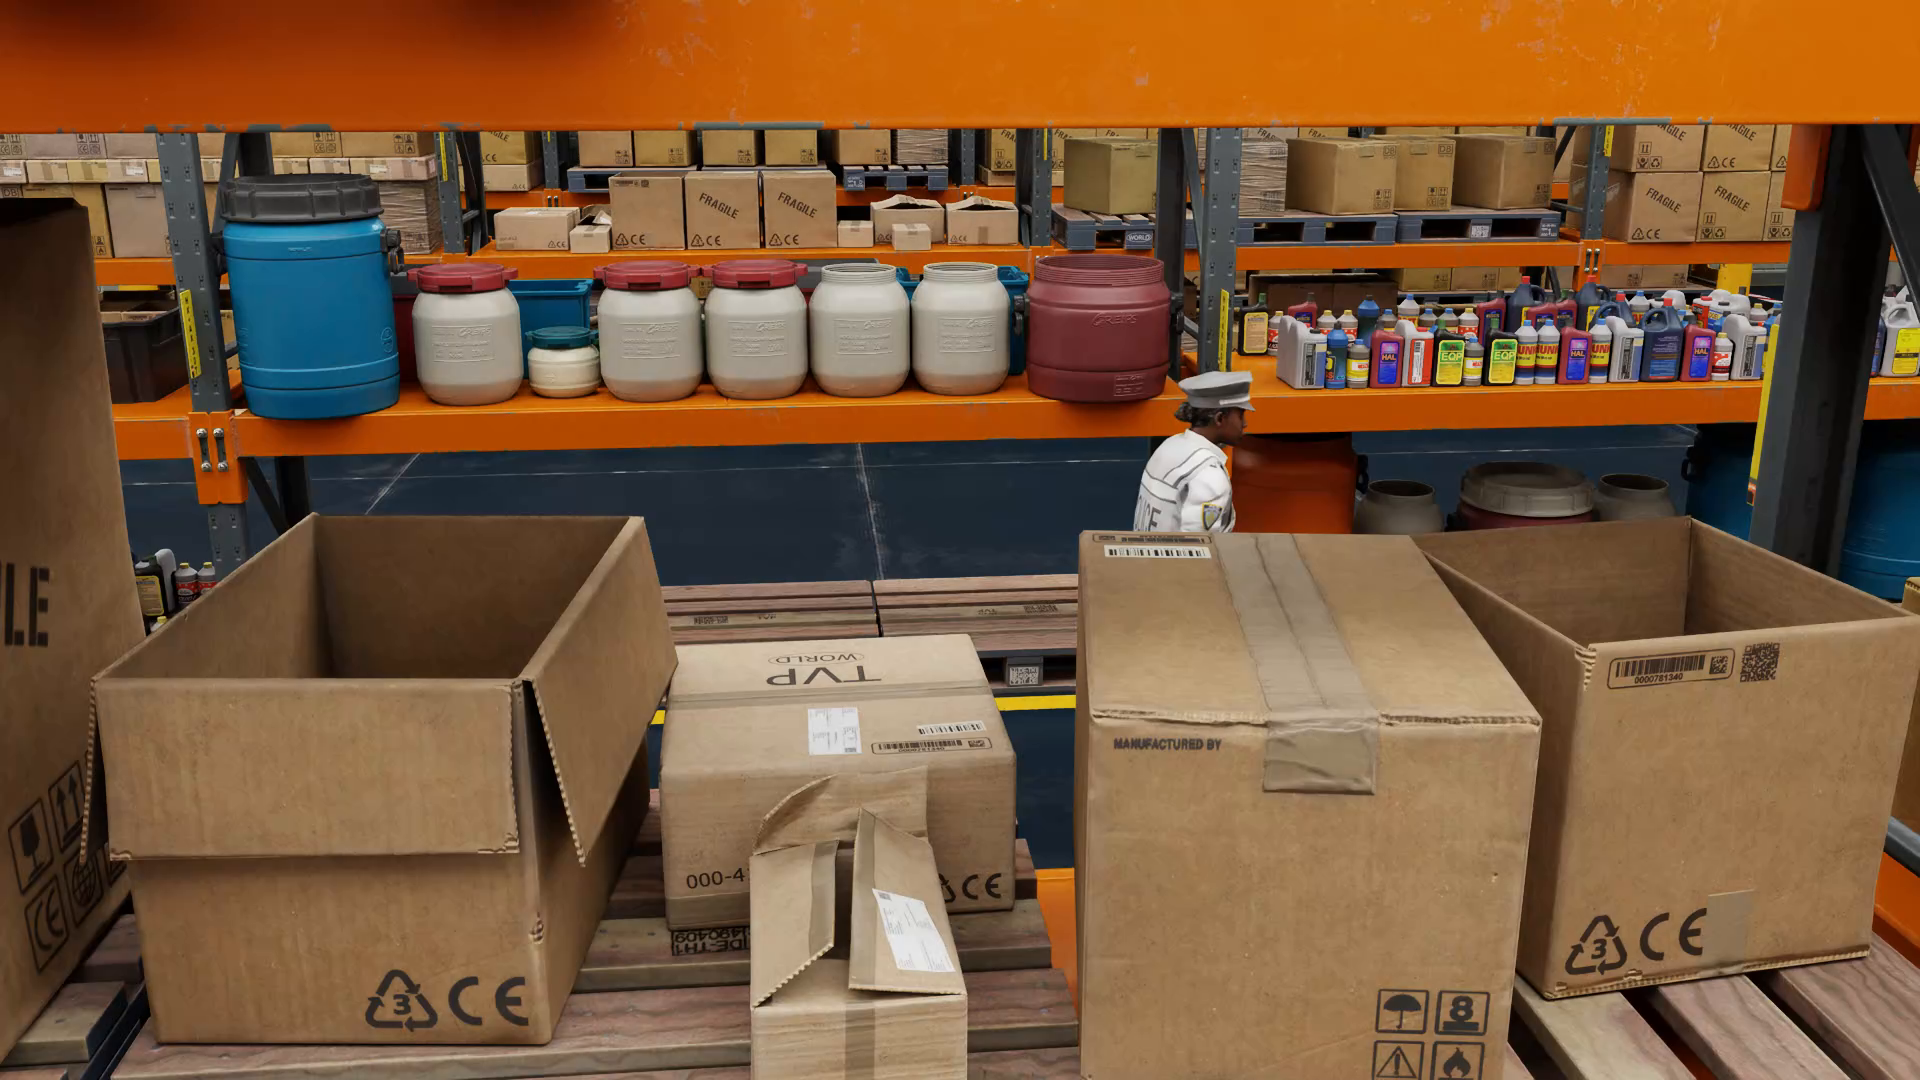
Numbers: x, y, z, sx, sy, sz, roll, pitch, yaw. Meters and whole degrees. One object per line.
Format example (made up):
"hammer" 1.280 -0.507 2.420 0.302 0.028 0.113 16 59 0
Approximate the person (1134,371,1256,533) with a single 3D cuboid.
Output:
"person" 0.796 0.244 5.739 0.398 1.658 0.511 -2 17 -6
